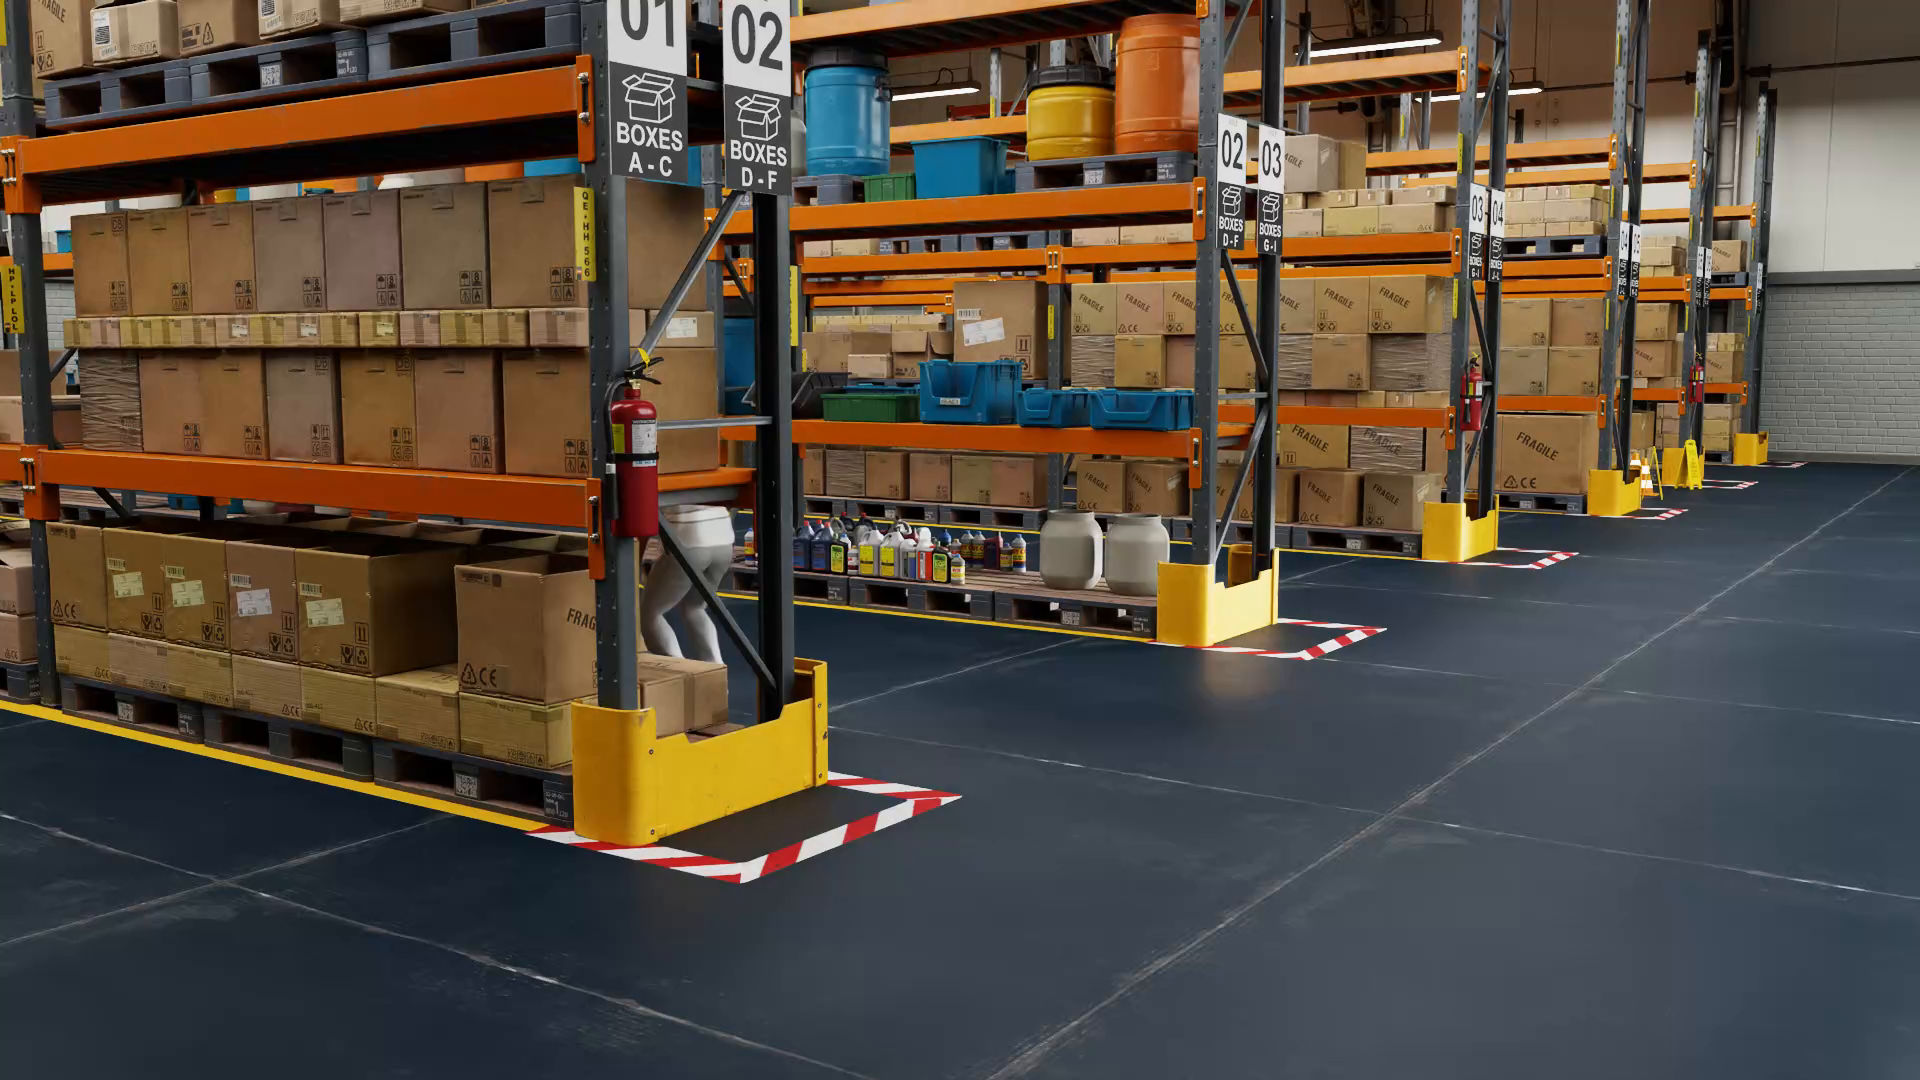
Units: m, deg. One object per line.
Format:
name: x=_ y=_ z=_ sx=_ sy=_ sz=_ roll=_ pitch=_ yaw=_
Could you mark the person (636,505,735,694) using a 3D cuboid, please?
person: x=-1.454 y=0.068 z=8.528 sx=0.563 sy=1.536 sz=0.480 roll=4 pitch=8 yaw=35
